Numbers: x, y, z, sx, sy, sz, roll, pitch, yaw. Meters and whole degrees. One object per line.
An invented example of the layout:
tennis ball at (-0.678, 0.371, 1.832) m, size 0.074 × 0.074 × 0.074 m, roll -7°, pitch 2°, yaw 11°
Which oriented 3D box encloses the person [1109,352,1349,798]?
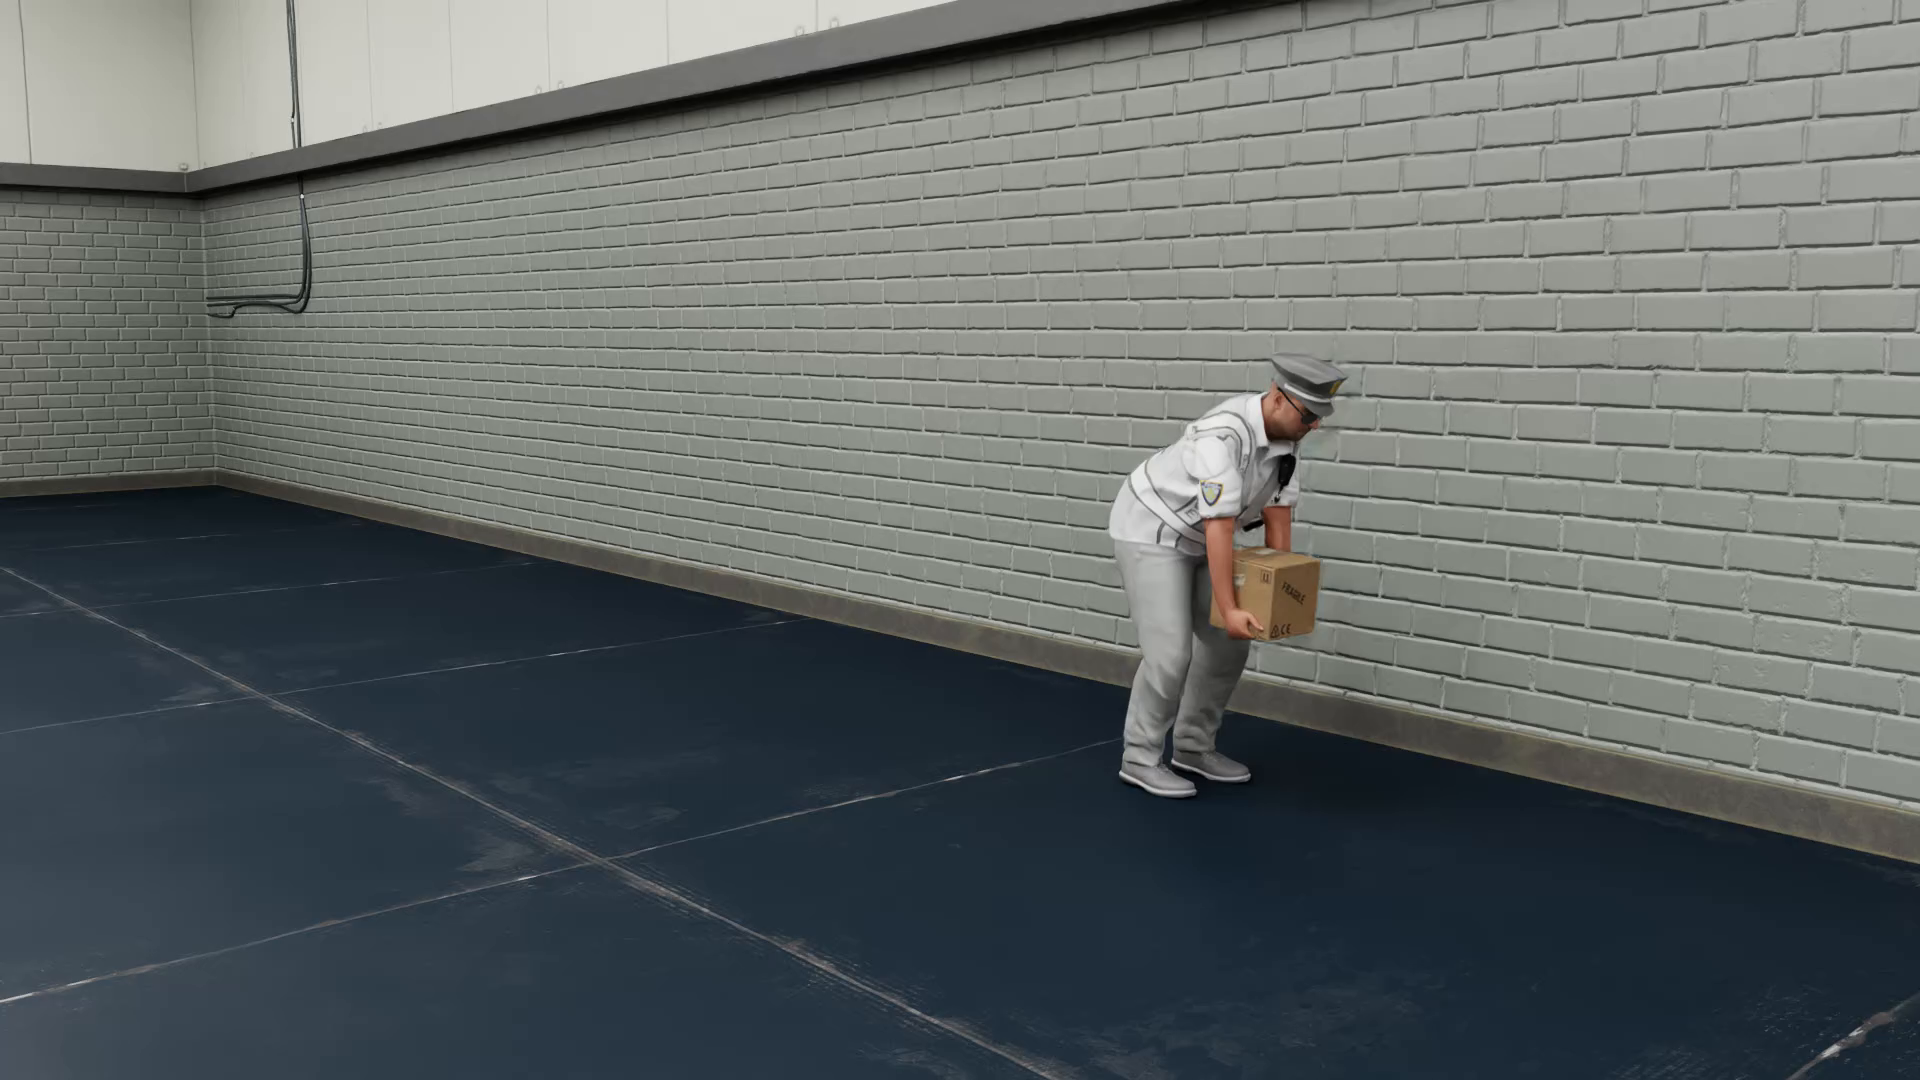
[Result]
person at (0.911, 0.123, 5.704) m, size 0.488 × 1.528 × 0.860 m, roll -7°, pitch 10°, yaw -42°
